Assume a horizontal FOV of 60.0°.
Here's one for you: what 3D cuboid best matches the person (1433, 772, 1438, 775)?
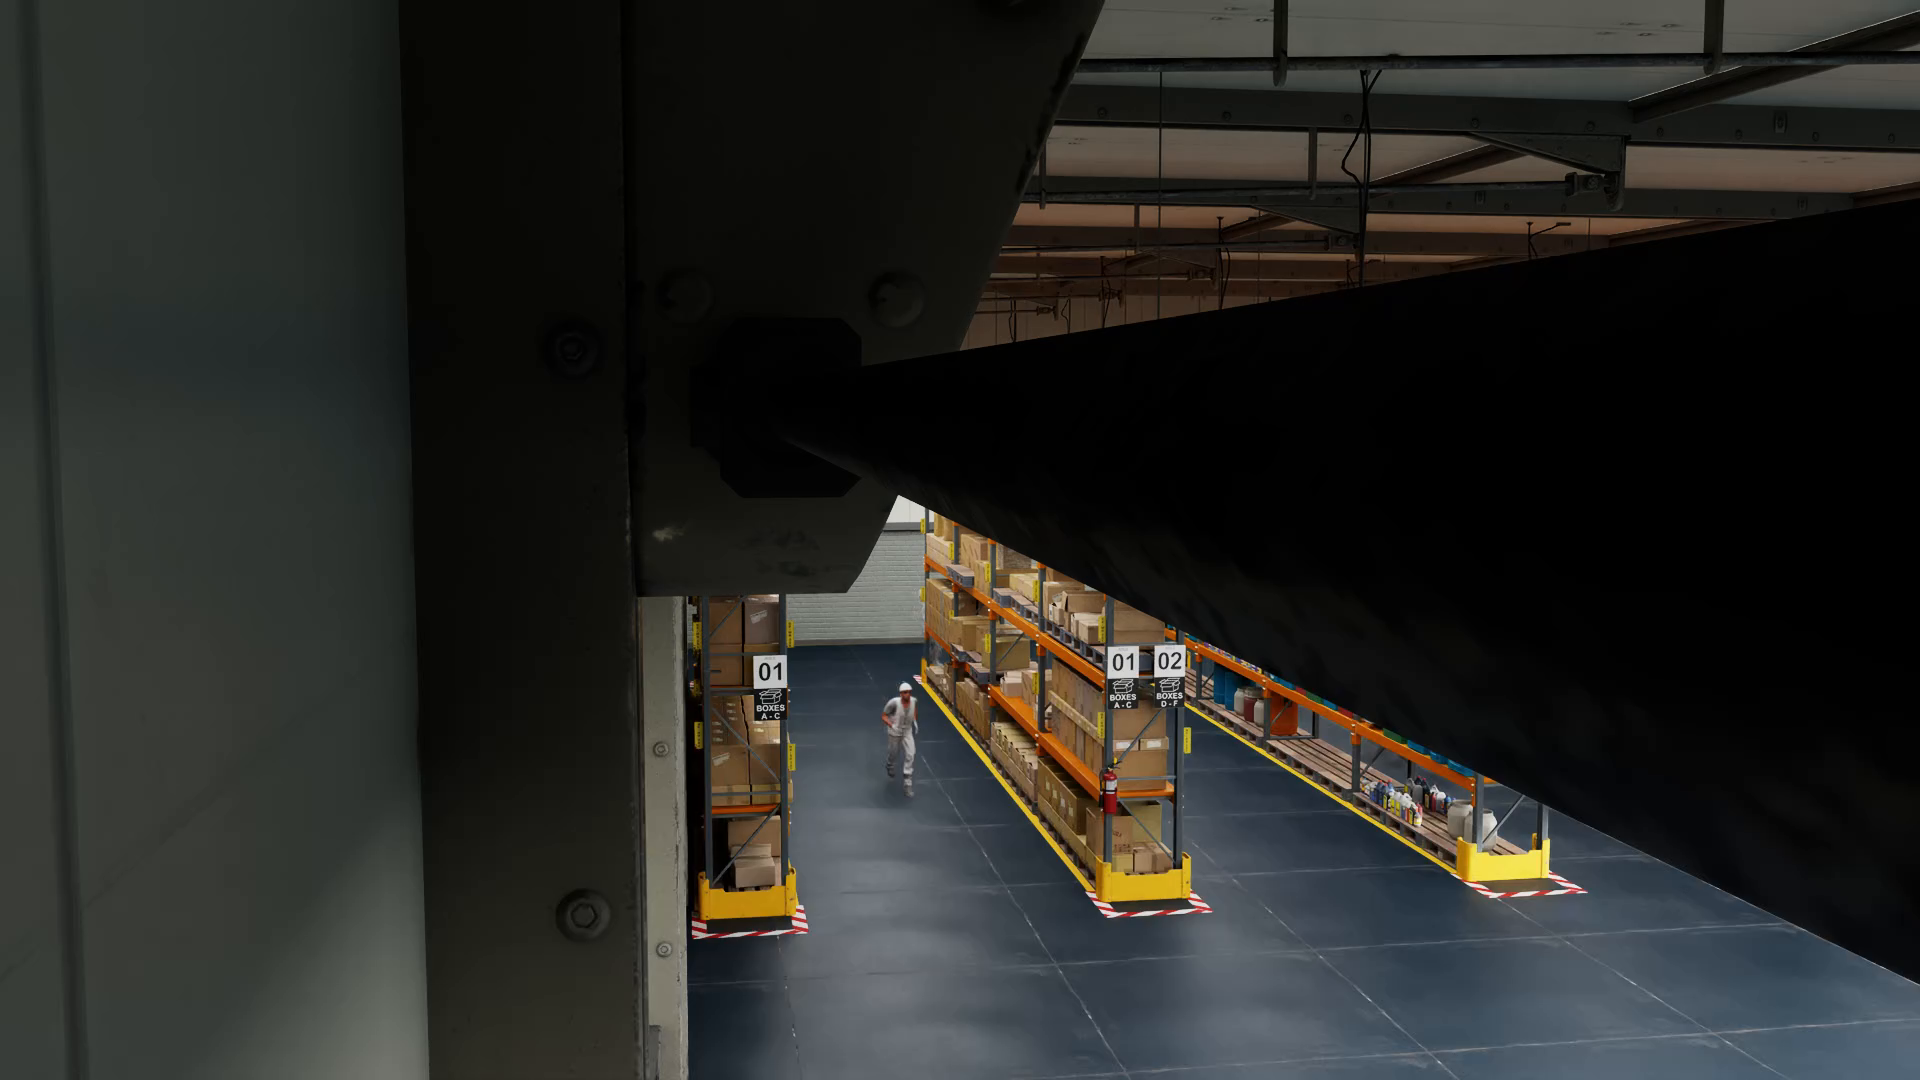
[{"bbox_3d":[8.114,3.199,27.219,0.602,1.487,0.832,-4,7,-39],"label":"person"}]

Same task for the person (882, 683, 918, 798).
[{"bbox_3d":[-0.962,3.122,26.529,0.658,1.773,1.135,-2,5,-20],"label":"person"}]

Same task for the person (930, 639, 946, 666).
[{"bbox_3d":[-0.467,2.077,38.558,0.606,1.741,0.648,2,5,21],"label":"person"}]
